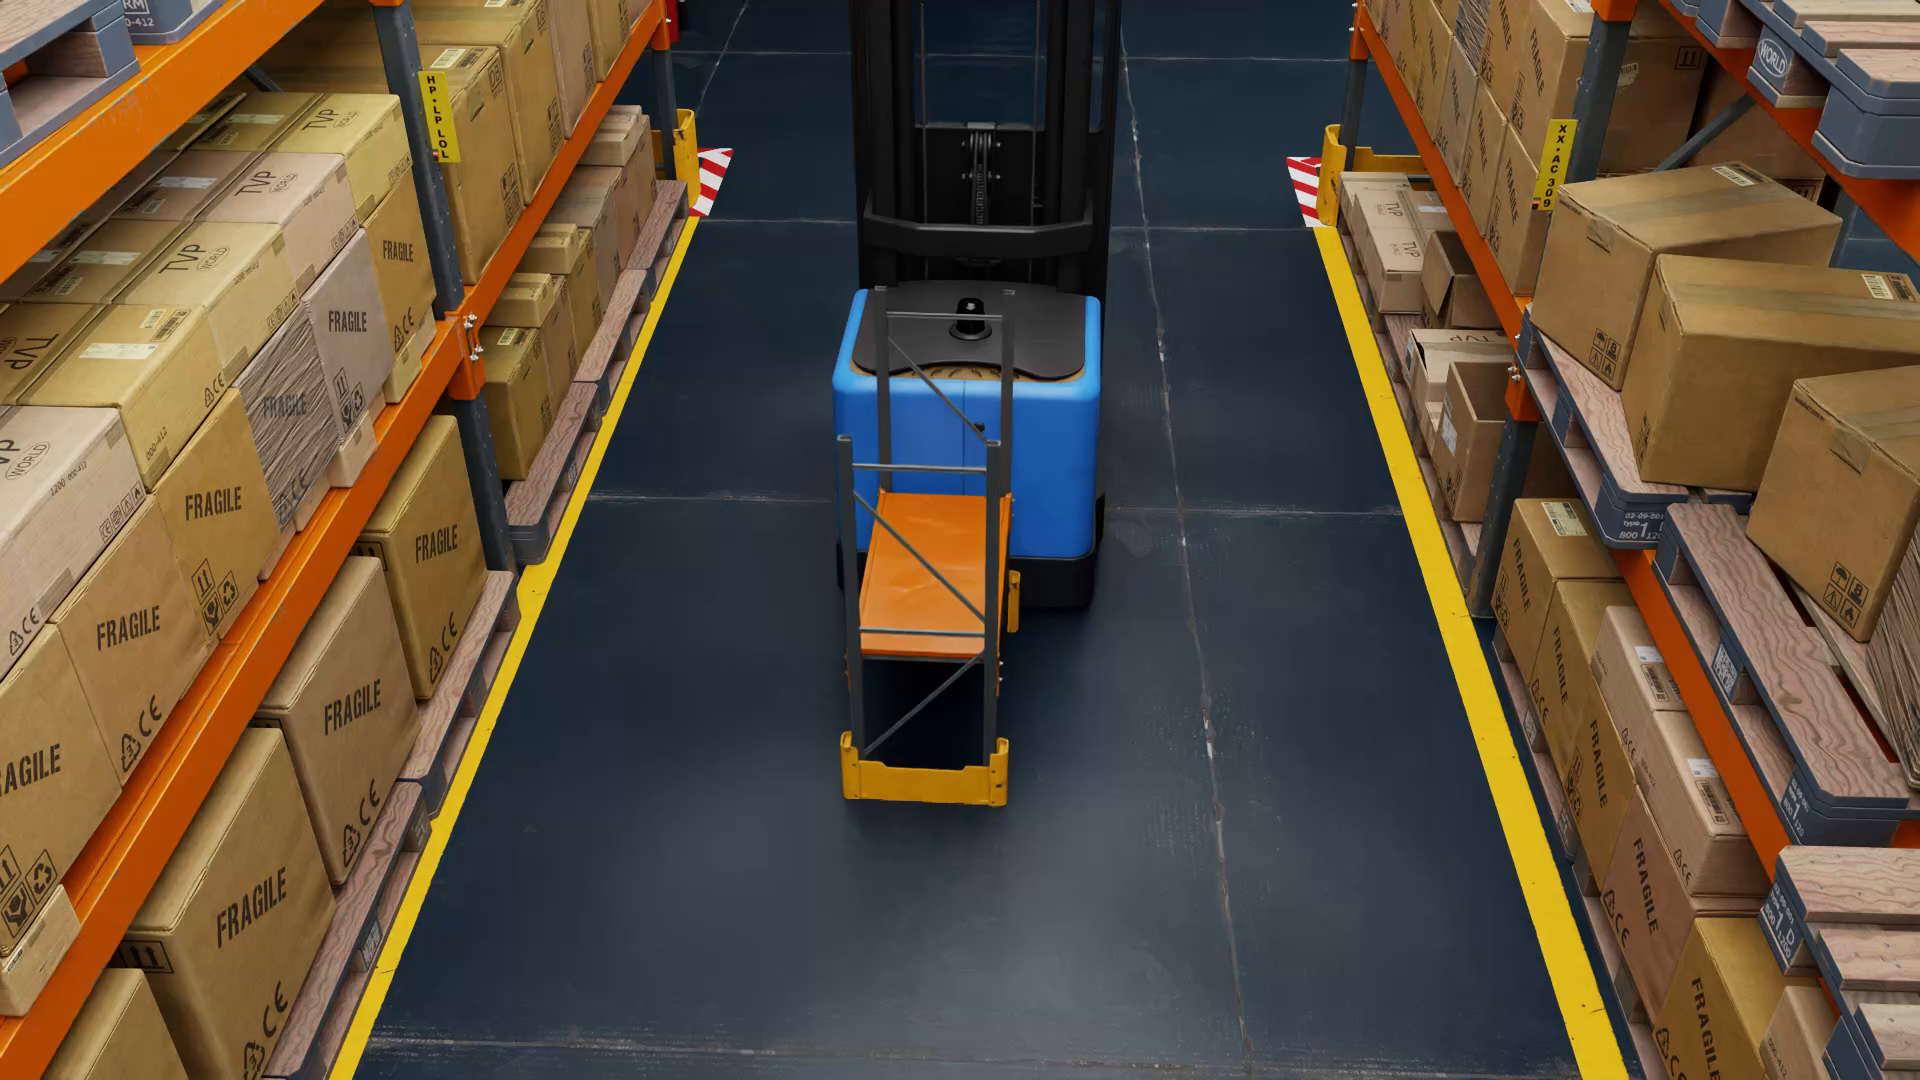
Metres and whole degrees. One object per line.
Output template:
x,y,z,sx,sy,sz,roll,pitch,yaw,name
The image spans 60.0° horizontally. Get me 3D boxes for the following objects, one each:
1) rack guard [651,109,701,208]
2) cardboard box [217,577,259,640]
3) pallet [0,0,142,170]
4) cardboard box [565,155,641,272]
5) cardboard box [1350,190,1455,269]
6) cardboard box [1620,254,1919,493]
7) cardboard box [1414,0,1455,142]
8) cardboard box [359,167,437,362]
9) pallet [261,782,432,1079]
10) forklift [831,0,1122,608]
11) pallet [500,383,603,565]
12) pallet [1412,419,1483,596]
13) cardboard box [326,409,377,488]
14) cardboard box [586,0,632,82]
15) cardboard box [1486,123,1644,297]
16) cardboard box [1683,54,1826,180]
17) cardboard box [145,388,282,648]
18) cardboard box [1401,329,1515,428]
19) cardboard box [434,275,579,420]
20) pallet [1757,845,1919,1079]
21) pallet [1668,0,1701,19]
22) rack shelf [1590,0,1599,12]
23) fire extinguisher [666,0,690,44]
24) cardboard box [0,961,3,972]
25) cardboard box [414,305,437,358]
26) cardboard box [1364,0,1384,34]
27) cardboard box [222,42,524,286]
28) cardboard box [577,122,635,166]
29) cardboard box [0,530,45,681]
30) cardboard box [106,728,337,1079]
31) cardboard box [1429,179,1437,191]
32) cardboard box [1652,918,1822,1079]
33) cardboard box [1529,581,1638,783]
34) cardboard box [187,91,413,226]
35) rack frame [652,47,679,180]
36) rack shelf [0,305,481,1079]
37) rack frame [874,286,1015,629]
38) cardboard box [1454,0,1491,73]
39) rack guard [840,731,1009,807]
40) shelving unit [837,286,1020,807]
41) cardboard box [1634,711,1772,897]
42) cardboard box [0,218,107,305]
-2.199,-2.328,10.127,1.175,0.500,0.348,1,35,2,rack guard
-2.208,0.138,4.646,0.380,0.149,0.250,2,35,3,cardboard box
-2.506,-0.904,3.483,1.003,0.211,1.213,3,35,4,pallet
-2.148,-1.794,9.002,0.700,0.500,0.500,1,35,2,cardboard box
2.425,-1.686,9.049,0.500,0.250,0.500,1,35,2,cardboard box
2.383,-0.475,4.865,0.700,0.500,0.500,7,36,9,cardboard box
2.409,-2.144,7.606,0.500,0.500,0.500,2,35,3,cardboard box
-2.127,-0.938,5.613,0.500,0.500,0.500,1,35,1,cardboard box
-2.362,1.250,5.287,1.003,0.211,1.213,1,35,2,pallet
0.118,-1.750,7.191,1.130,2.935,3.031,2,35,3,forklift
-2.252,-0.333,7.540,1.003,0.211,1.213,1,35,2,pallet
2.618,-0.180,7.322,1.003,0.211,1.213,1,35,2,pallet
-2.085,-0.297,5.264,0.380,0.149,0.250,1,35,2,cardboard box
-2.228,-2.748,8.290,0.980,0.700,0.700,1,35,2,cardboard box
2.353,-1.260,6.347,0.500,0.500,0.500,2,35,3,cardboard box
2.890,-1.640,6.019,0.500,0.500,0.500,2,35,3,cardboard box
-2.181,-0.069,4.377,0.500,0.500,0.500,2,35,3,cardboard box
2.359,-0.771,7.694,0.500,0.311,0.500,1,35,2,cardboard box
-2.204,-0.903,7.735,0.700,0.500,0.500,1,35,1,cardboard box
2.386,1.059,3.301,1.213,0.211,1.003,1,35,2,pallet
2.493,-1.703,4.620,1.213,0.211,1.003,1,35,2,pallet
2.670,-3.008,6.938,1.077,0.370,4.000,1,35,2,rack shelf
-1.733,-3.228,9.626,0.296,0.674,0.183,1,35,2,fire extinguisher
-2.246,0.816,3.118,0.500,0.500,0.500,2,35,3,cardboard box
-2.091,-0.743,5.900,0.380,0.149,0.250,2,35,2,cardboard box
2.469,-3.016,8.846,0.500,0.500,0.500,2,35,3,cardboard box
-2.322,-1.472,6.476,0.980,0.700,0.700,2,35,3,cardboard box
-1.960,-2.122,8.905,0.380,0.149,0.250,2,35,3,cardboard box
-2.224,0.218,3.315,0.500,0.250,0.500,1,35,1,cardboard box
-2.319,1.045,4.659,0.750,0.750,0.750,1,35,2,cardboard box
2.974,-2.064,9.369,0.500,0.500,0.500,1,35,2,cardboard box
2.253,1.375,4.477,0.500,0.500,0.500,0,35,0,cardboard box
2.316,0.496,5.728,0.500,0.500,0.500,2,35,3,cardboard box
-2.124,-1.242,5.393,0.500,0.250,0.500,2,35,3,cardboard box
-2.200,-3.337,9.389,1.000,3.000,0.127,1,35,2,rack frame
-2.441,0.405,4.691,1.077,0.370,4.000,1,35,2,rack shelf
-0.055,-0.274,6.335,0.500,1.500,0.032,2,35,3,rack frame
2.389,-2.257,6.896,0.500,0.500,0.500,2,35,2,cardboard box
-0.124,0.810,5.880,0.587,0.250,0.087,2,35,3,rack guard
-0.090,0.013,5.927,0.587,1.500,1.083,2,35,3,shelving unit
2.267,0.745,4.721,0.500,0.250,0.500,1,35,1,cardboard box
-2.669,-0.669,4.578,0.500,0.250,0.500,0,35,0,cardboard box
